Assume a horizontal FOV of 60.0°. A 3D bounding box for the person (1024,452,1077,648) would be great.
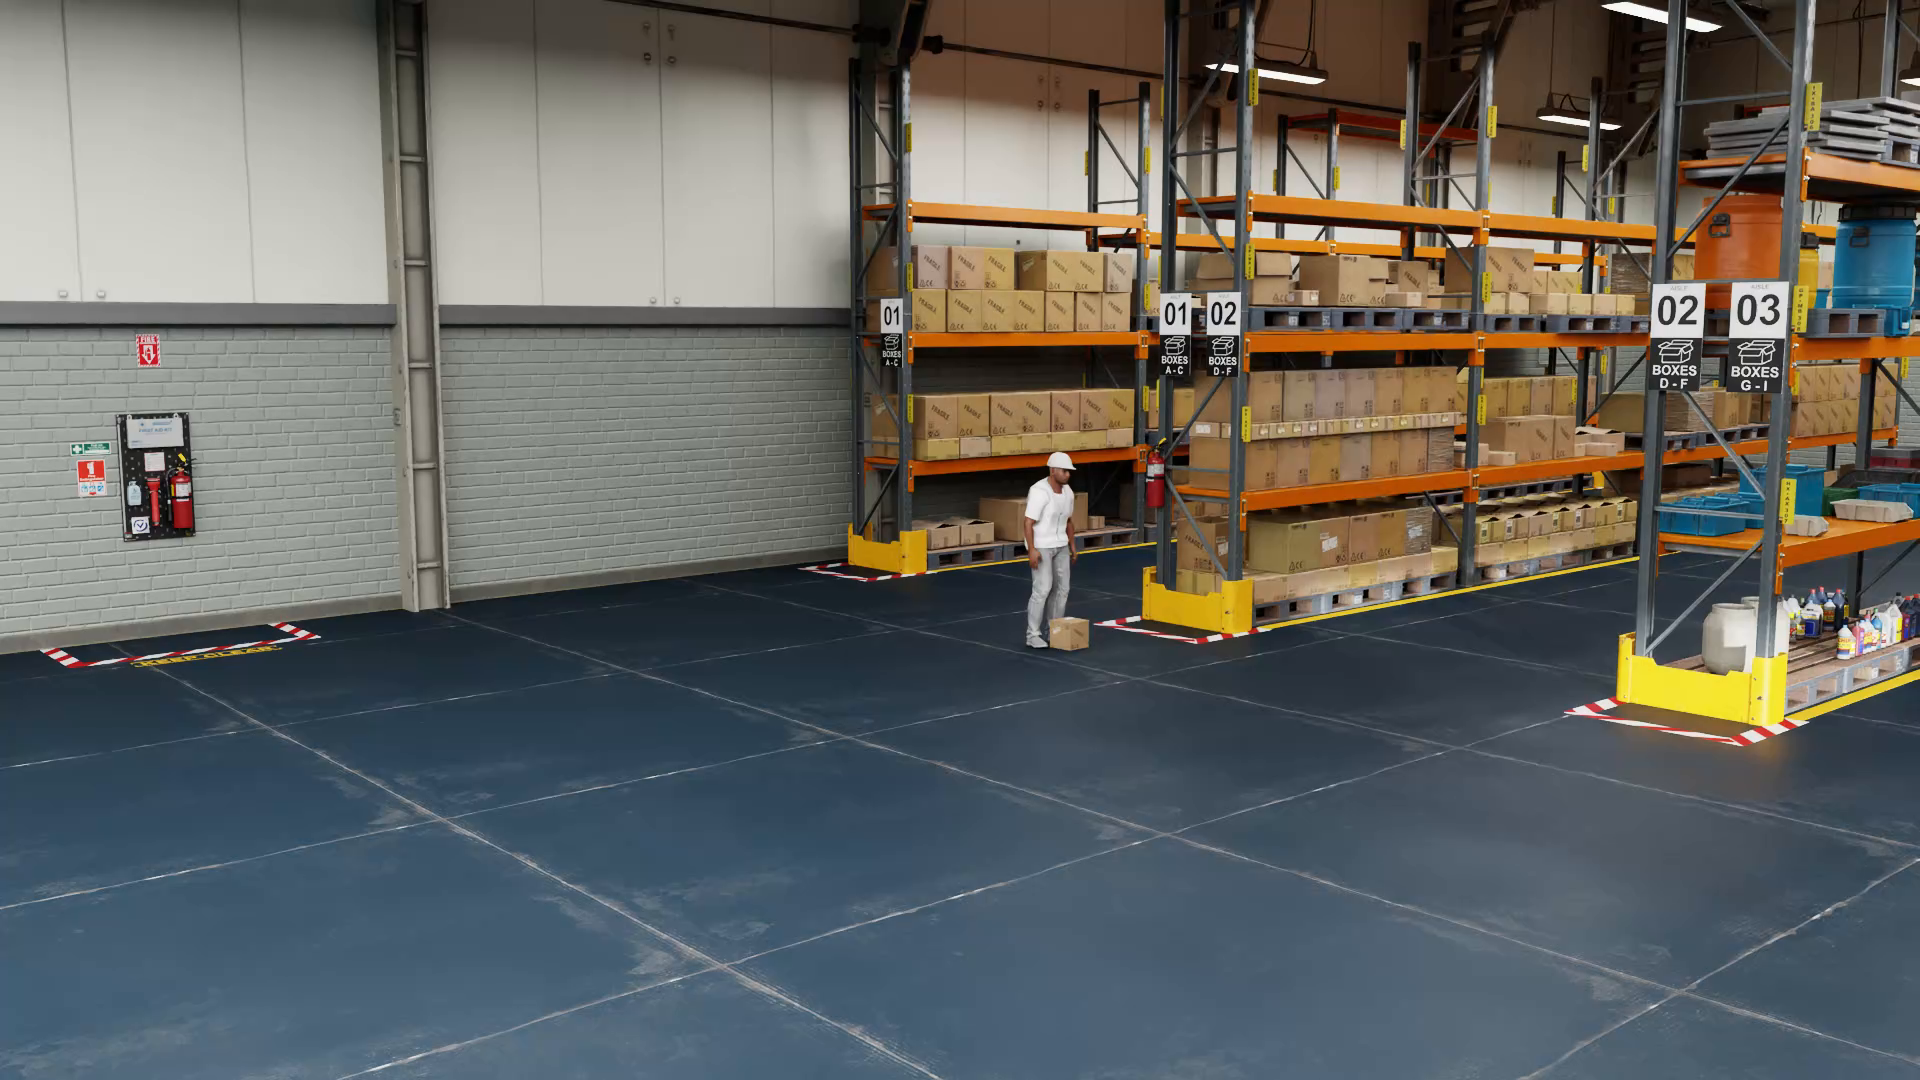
[{"bbox_3d":[0.839,0.078,15.115,0.634,1.758,0.460,-7,10,-44],"label":"person"}]
